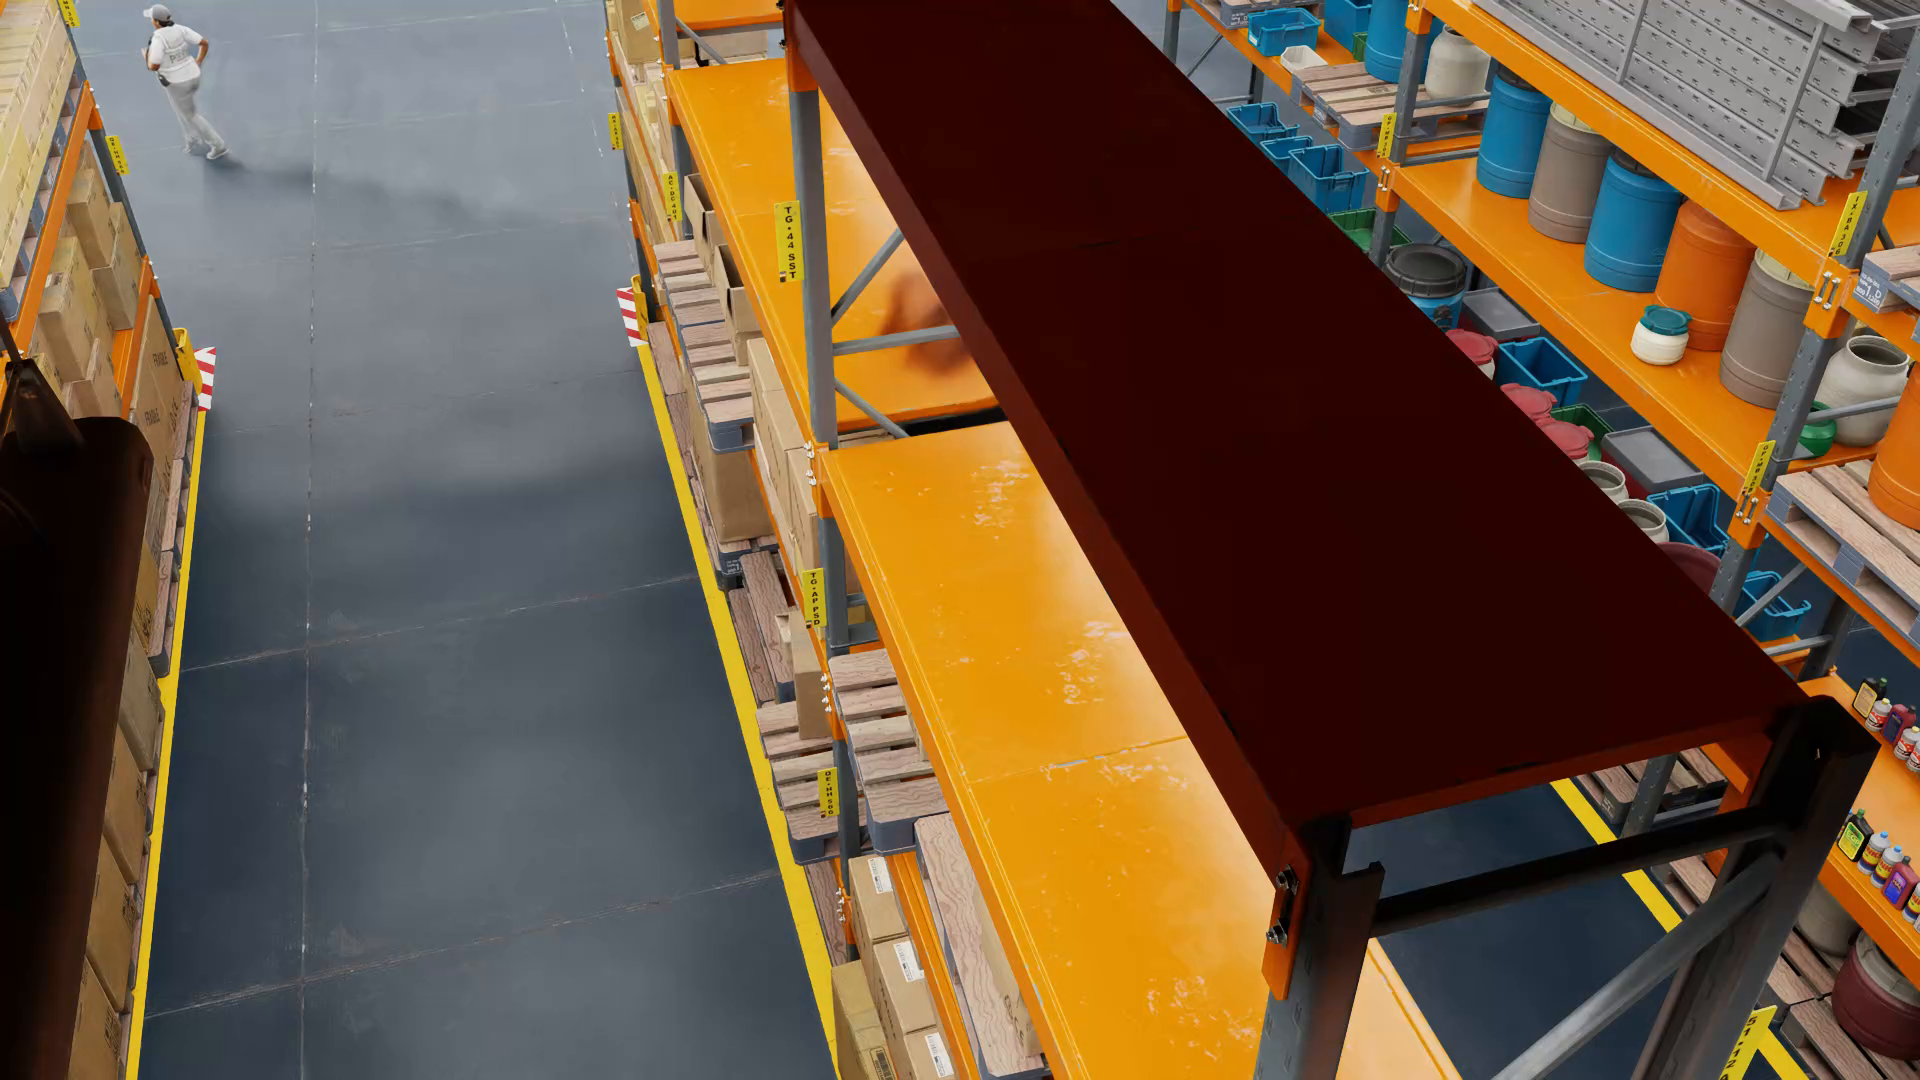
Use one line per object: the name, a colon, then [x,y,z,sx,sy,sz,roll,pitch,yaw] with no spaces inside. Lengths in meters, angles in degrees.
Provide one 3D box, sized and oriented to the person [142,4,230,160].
person: [-8.192,-4.798,17.550,0.764,1.729,0.579,8,39,10]
